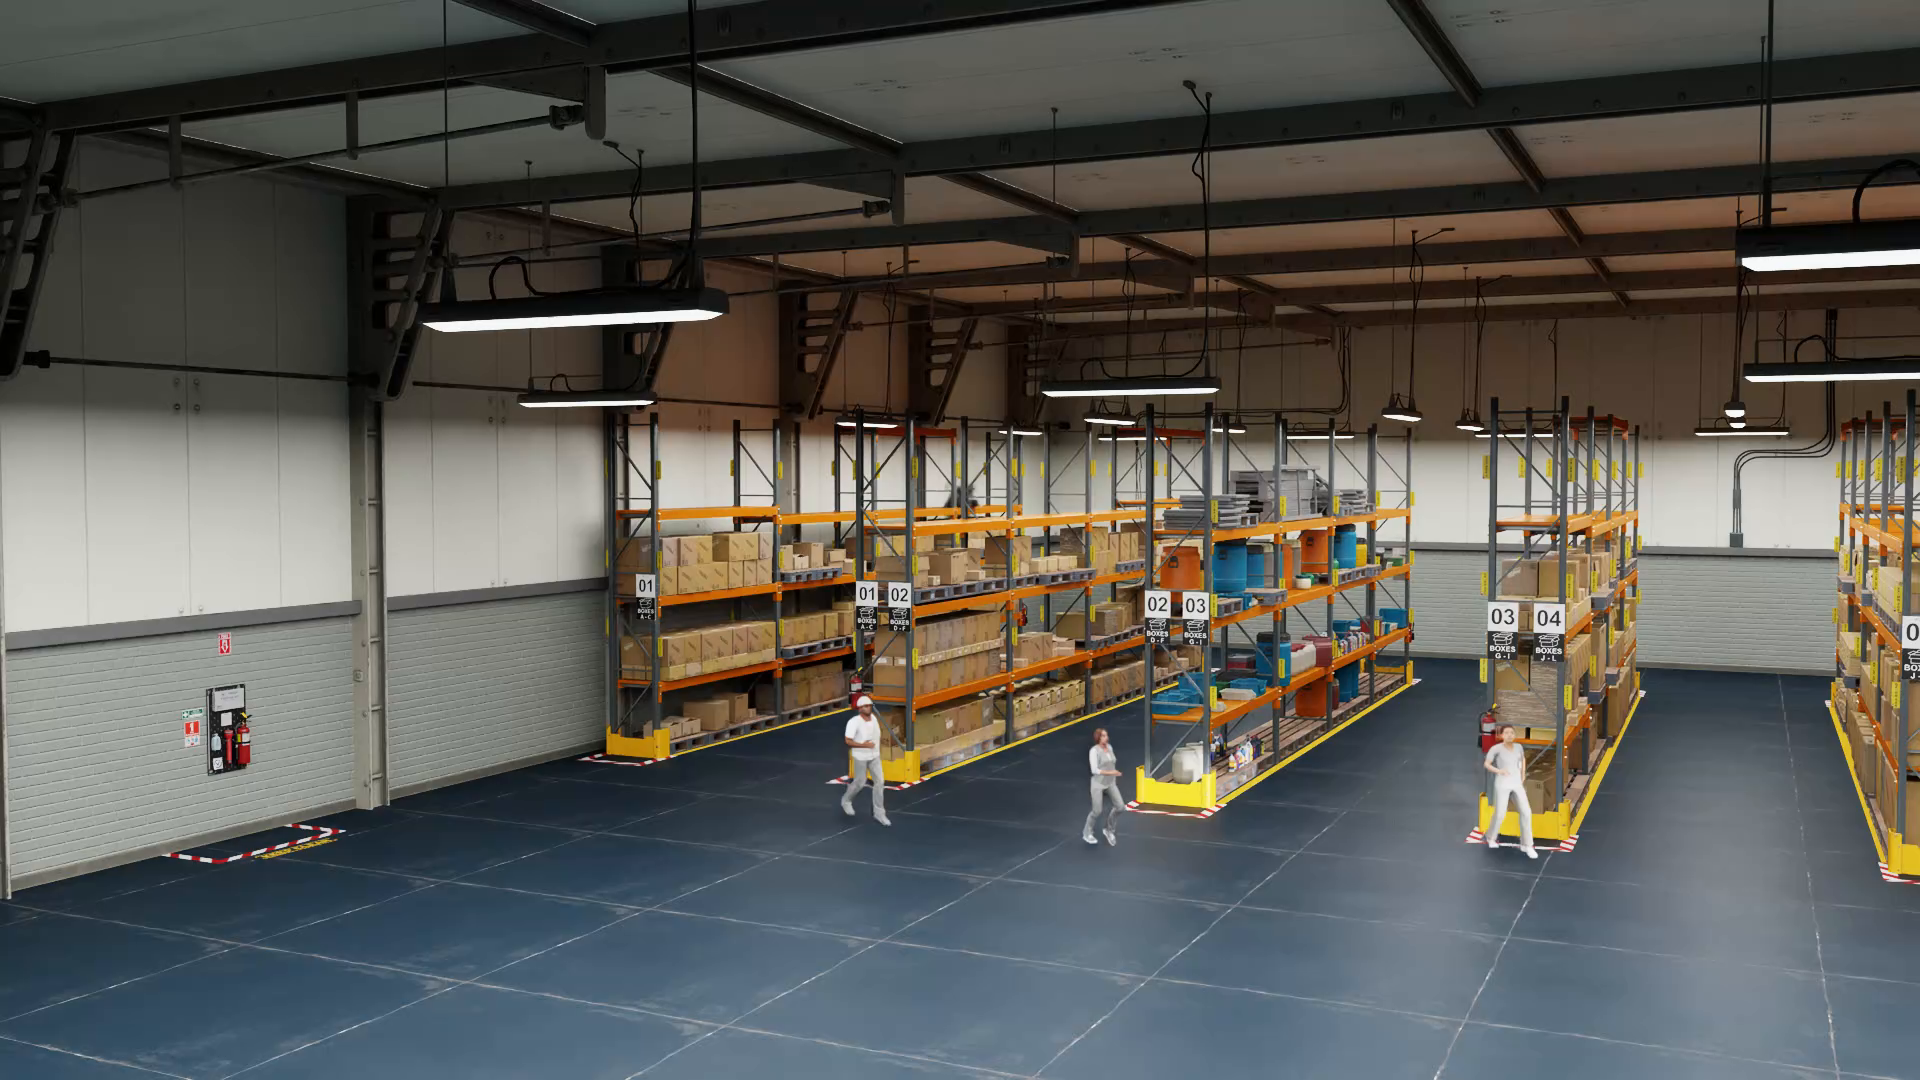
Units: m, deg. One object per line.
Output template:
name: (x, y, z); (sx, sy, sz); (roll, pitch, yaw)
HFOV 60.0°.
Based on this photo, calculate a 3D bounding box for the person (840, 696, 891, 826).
person: (-1.354, 3.117, 23.667); (0.704, 1.798, 0.922); (-2, 3, -42)

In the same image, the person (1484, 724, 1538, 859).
person: (7.122, 3.222, 21.573); (0.618, 1.659, 0.860); (0, 2, -7)

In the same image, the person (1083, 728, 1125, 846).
person: (1.916, 3.268, 22.004); (0.506, 1.576, 0.698); (-2, 3, -34)
